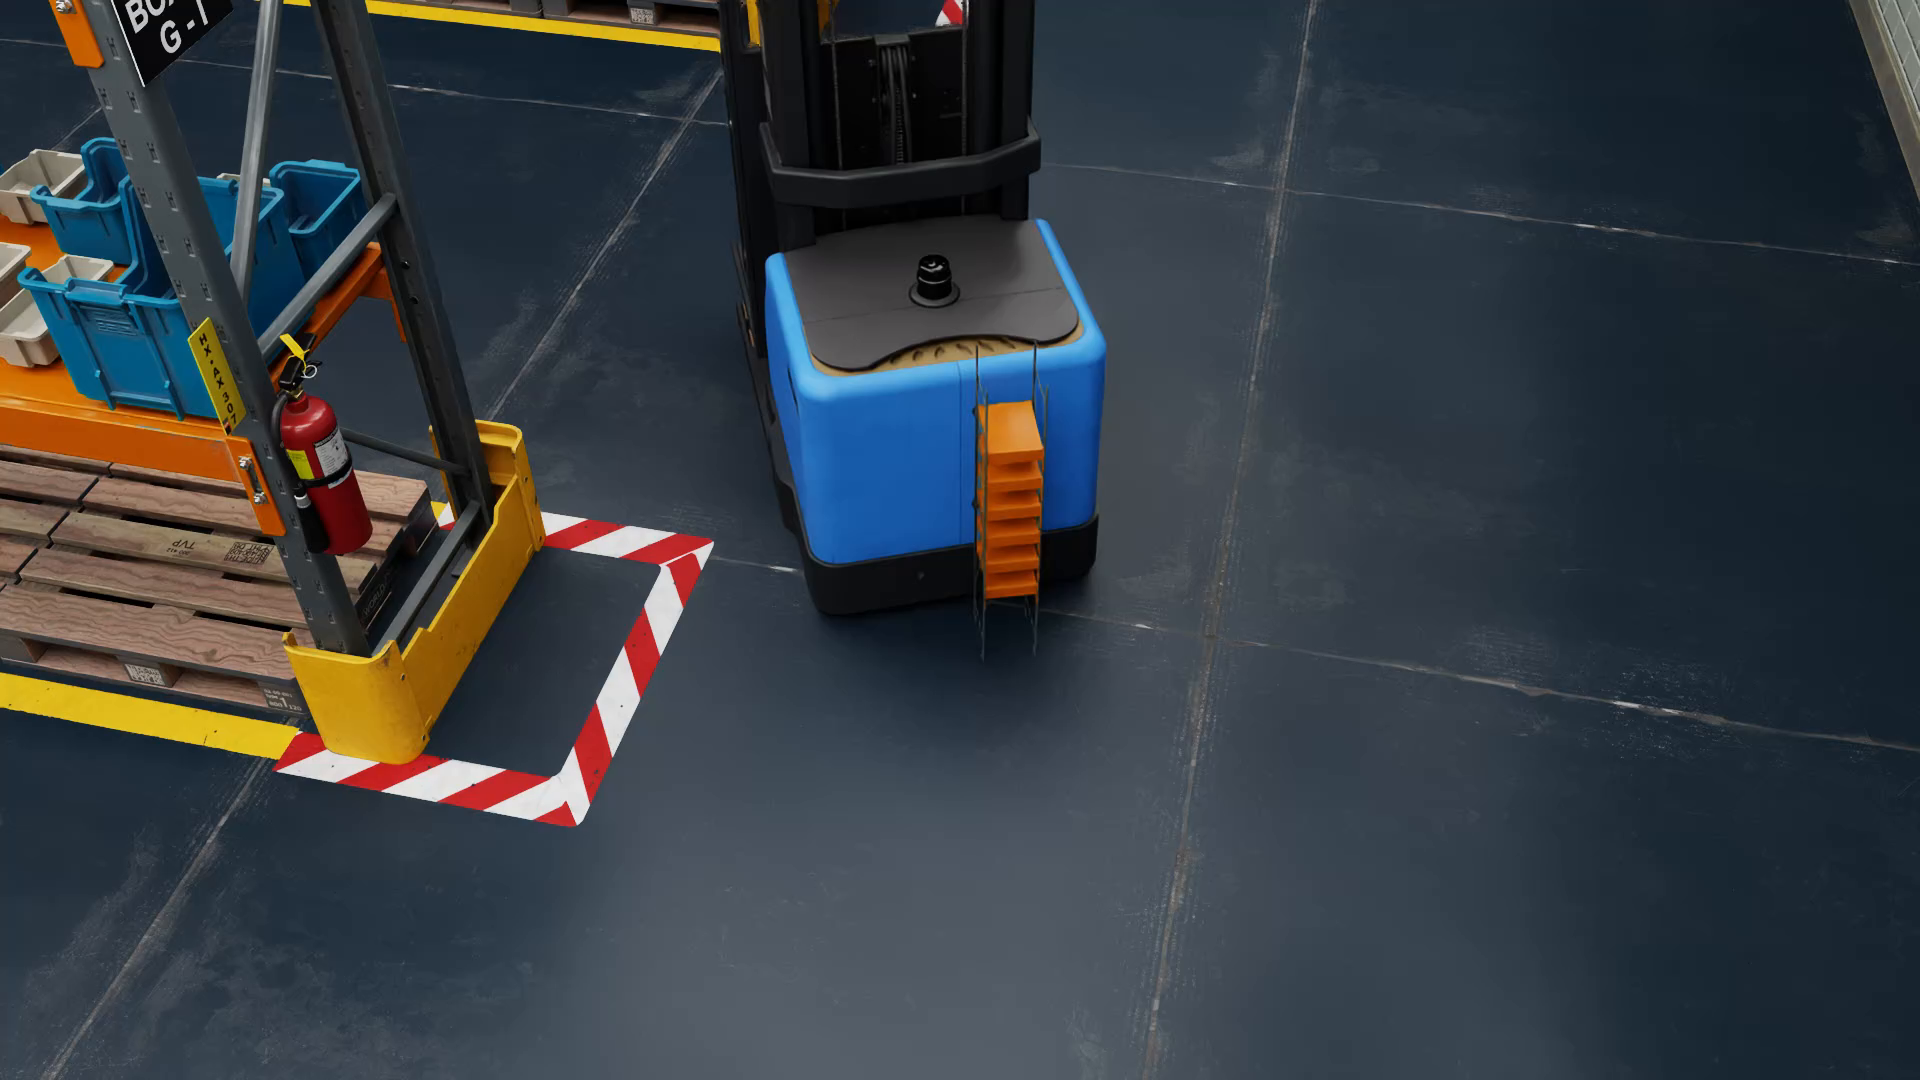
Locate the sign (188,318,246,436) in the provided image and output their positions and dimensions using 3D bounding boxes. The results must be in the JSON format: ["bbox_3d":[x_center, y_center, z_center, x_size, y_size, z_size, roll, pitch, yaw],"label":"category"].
[{"bbox_3d":[-1.971,-0.431,4.417,0.005,0.325,0.100,9,45,9],"label":"sign"}]

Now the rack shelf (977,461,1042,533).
[{"bbox_3d":[0.157,-0.152,5.433,0.180,0.103,0.258,-5,44,-5],"label":"rack shelf"}]

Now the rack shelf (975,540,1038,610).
[{"bbox_3d":[0.157,0.108,5.683,0.180,0.103,0.258,-5,44,-5],"label":"rack shelf"}]

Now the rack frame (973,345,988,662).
[{"bbox_3d":[0.066,-0.089,5.477,0.006,1.200,0.240,-5,44,-5],"label":"rack frame"}]

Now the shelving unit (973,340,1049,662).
[{"bbox_3d":[0.157,-0.097,5.486,0.189,1.200,0.258,-5,44,-5],"label":"shelving unit"}]

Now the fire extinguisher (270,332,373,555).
[{"bbox_3d":[-1.819,-0.254,4.676,0.183,0.674,0.296,9,45,9],"label":"fire extinguisher"}]

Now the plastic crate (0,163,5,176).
[{"bbox_3d":[-3.321,-1.168,5.378,0.300,0.233,0.416,9,45,9],"label":"plastic crate"}]

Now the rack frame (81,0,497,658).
[{"bbox_3d":[-1.867,-0.747,4.863,0.127,3.000,1.000,9,45,9],"label":"rack frame"}]

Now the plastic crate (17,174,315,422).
[{"bbox_3d":[-2.234,-0.706,4.751,0.499,0.435,0.616,9,45,9],"label":"plastic crate"}]

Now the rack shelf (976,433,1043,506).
[{"bbox_3d":[0.157,-0.238,5.350,0.180,0.103,0.258,-5,44,-5],"label":"rack shelf"}]

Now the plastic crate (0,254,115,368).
[{"bbox_3d":[-2.702,-0.674,4.935,0.243,0.136,0.396,9,45,9],"label":"plastic crate"}]

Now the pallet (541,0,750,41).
[{"bbox_3d":[-1.634,-3.225,9.449,1.213,0.211,1.003,9,45,9],"label":"pallet"}]

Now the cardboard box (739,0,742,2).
[{"bbox_3d":[-1.366,-3.272,8.972,0.500,0.500,0.500,9,45,9],"label":"cardboard box"}]

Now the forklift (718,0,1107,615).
[{"bbox_3d":[-0.337,-1.830,6.037,1.130,2.935,3.031,-9,45,-9],"label":"forklift"}]

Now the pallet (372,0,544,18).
[{"bbox_3d":[-2.821,-3.412,9.642,1.213,0.211,1.003,9,45,9],"label":"pallet"}]

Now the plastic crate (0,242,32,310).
[{"bbox_3d":[-2.982,-0.728,4.990,0.243,0.136,0.396,9,45,9],"label":"plastic crate"}]

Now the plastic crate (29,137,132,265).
[{"bbox_3d":[-2.678,-1.068,5.274,0.300,0.233,0.416,9,45,9],"label":"plastic crate"}]

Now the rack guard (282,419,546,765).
[{"bbox_3d":[-1.840,0.149,5.735,0.348,0.500,1.175,9,45,9],"label":"rack guard"}]

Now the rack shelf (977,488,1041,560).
[{"bbox_3d":[0.157,-0.065,5.516,0.180,0.103,0.258,-5,44,-5],"label":"rack shelf"}]

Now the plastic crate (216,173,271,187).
[{"bbox_3d":[-2.331,-1.038,5.313,0.298,0.136,0.250,9,45,9],"label":"plastic crate"}]

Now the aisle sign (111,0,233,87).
[{"bbox_3d":[-1.860,-1.474,3.744,0.004,0.787,0.394,9,45,9],"label":"aisle sign"}]

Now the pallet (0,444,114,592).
[{"bbox_3d":[-3.850,-0.080,6.180,1.213,0.211,1.003,9,45,9],"label":"pallet"}]

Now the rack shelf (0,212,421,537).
[{"bbox_3d":[-3.818,-0.791,5.427,4.000,0.370,1.077,9,45,9],"label":"rack shelf"}]

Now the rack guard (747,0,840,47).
[{"bbox_3d":[-0.856,-3.209,9.224,0.348,0.500,1.175,9,45,9],"label":"rack guard"}]

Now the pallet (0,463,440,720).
[{"bbox_3d":[-2.663,0.107,5.987,1.213,0.211,1.003,9,45,9],"label":"pallet"}]

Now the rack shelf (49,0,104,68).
[{"bbox_3d":[-3.818,-1.871,4.387,4.000,0.370,1.077,9,45,9],"label":"rack shelf"}]

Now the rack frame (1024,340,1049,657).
[{"bbox_3d":[0.248,-0.105,5.494,0.006,1.200,0.240,-5,44,-5],"label":"rack frame"}]

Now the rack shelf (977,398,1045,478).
[{"bbox_3d":[0.157,-0.324,5.267,0.180,0.103,0.258,-5,44,-5],"label":"rack shelf"}]

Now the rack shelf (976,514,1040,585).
[{"bbox_3d":[0.157,0.021,5.600,0.180,0.103,0.258,-5,44,-5],"label":"rack shelf"}]

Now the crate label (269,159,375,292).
[{"bbox_3d":[-2.036,-0.968,5.171,0.303,0.233,0.416,9,45,9],"label":"crate label"}]

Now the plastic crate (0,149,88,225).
[{"bbox_3d":[-2.993,-1.141,5.419,0.298,0.136,0.250,9,45,9],"label":"plastic crate"}]
